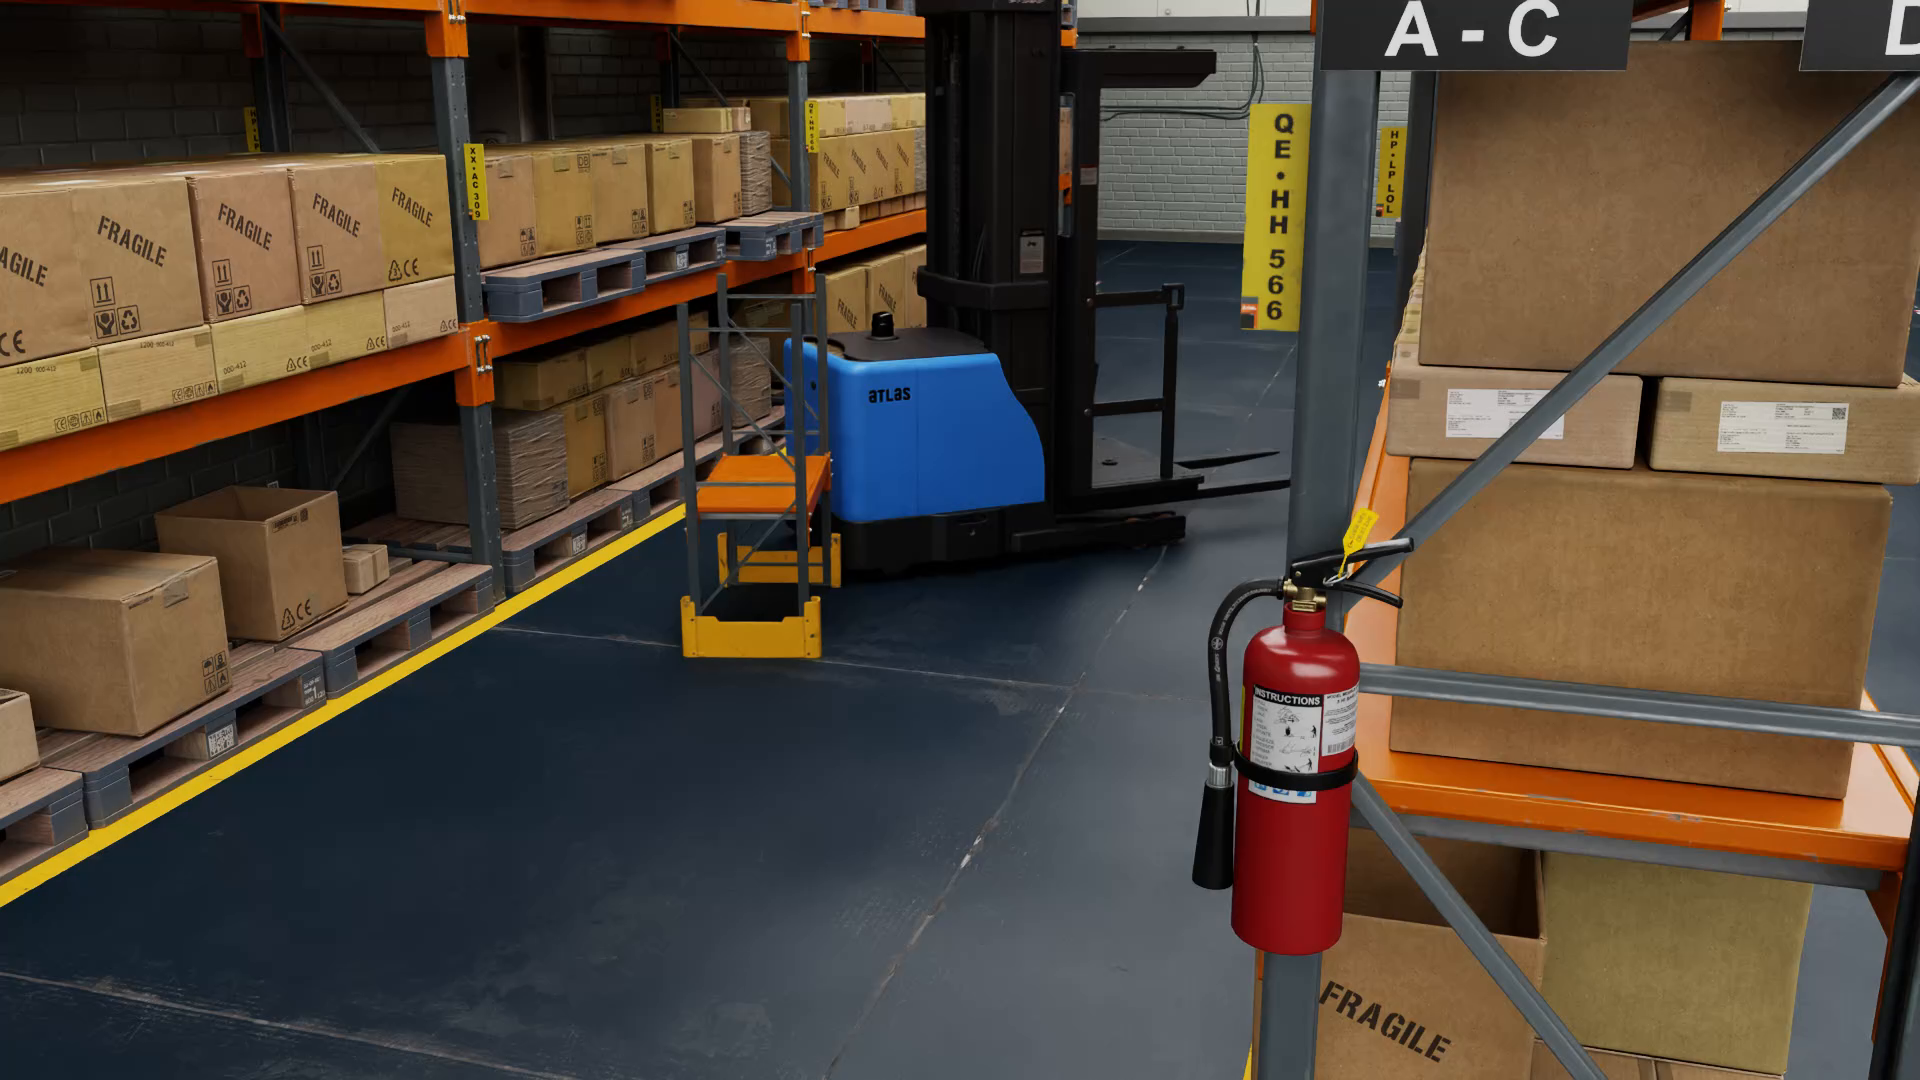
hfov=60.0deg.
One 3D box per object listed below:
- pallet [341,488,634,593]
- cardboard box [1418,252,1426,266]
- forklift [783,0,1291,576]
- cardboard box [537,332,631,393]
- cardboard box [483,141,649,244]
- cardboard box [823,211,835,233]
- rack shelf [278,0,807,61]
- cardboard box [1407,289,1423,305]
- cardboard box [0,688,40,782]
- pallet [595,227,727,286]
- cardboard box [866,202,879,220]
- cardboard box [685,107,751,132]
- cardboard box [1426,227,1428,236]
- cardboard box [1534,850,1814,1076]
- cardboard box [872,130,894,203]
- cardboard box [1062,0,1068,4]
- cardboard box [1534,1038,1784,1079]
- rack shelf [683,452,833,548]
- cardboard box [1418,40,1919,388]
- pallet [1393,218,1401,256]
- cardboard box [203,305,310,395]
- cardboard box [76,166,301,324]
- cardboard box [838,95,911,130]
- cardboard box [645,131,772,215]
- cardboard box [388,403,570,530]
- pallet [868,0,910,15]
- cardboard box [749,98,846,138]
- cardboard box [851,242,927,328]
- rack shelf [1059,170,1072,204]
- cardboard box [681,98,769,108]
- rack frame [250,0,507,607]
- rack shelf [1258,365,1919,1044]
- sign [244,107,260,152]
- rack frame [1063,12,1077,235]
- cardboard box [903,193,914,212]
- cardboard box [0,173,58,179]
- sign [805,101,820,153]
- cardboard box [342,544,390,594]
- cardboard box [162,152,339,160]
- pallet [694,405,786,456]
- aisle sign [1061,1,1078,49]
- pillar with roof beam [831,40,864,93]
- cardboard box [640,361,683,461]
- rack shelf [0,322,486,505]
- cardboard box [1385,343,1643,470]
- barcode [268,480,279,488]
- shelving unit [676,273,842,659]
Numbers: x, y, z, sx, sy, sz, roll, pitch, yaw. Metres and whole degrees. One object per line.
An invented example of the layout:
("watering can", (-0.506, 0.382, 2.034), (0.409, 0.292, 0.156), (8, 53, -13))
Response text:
("pallet", (-2.411, -0.043, 8.596), (1.003, 0.211, 1.213), (5, 16, 16))
("cardboard box", (1.348, -0.632, 4.190), (0.380, 0.149, 0.250), (4, 16, 15))
("forklift", (0.632, -1.484, 8.689), (3.031, 2.935, 1.130), (-7, 17, -23))
("cardboard box", (-2.172, -0.997, 9.247), (0.500, 0.250, 0.500), (4, 16, 14))
("cardboard box", (-2.131, -1.892, 9.013), (0.700, 0.500, 0.500), (7, 17, 24))
("cardboard box", (-1.099, -2.250, 11.688), (0.380, 0.149, 0.250), (5, 17, 17))
("rack shelf", (-2.063, -2.801, 9.030), (1.077, 0.370, 4.000), (5, 16, 16))
("cardboard box", (1.128, -0.428, 3.468), (0.380, 0.149, 0.250), (5, 17, 17))
("cardboard box", (-3.323, 0.624, 5.253), (0.500, 0.311, 0.500), (6, 17, 20))
("pallet", (-2.017, -1.614, 9.375), (1.003, 0.211, 1.213), (5, 16, 16))
("cardboard box", (-0.840, -2.523, 12.653), (0.380, 0.149, 0.250), (5, 17, 17))
("cardboard box", (-1.563, -2.707, 10.698), (0.380, 0.149, 0.250), (2, 16, 9))
("cardboard box", (1.568, -0.836, 4.906), (0.380, 0.149, 0.250), (4, 16, 14))
("cardboard box", (1.489, 0.755, 3.567), (0.500, 0.500, 0.500), (5, 16, 16))
("cardboard box", (-0.811, -2.802, 12.445), (0.500, 0.500, 0.500), (5, 16, 16))
("cardboard box", (0.826, -5.730, 17.357), (0.500, 0.250, 0.500), (5, 17, 18))
("cardboard box", (1.487, 1.115, 3.670), (0.500, 0.250, 0.500), (5, 16, 16))
("rack shelf", (-0.878, -0.192, 7.417), (0.538, 0.185, 1.000), (0, 16, 1))
("cardboard box", (1.143, -0.559, 2.742), (0.700, 0.500, 0.500), (5, 16, 16))
("pallet", (3.382, -1.935, 10.506), (1.213, 0.211, 1.003), (5, 16, 16))
("cardboard box", (-2.753, -0.709, 6.069), (0.500, 0.250, 0.500), (5, 16, 16))
("cardboard box", (-2.759, -1.070, 5.968), (0.500, 0.500, 0.500), (4, 16, 14))
("cardboard box", (-0.689, -3.294, 12.806), (0.500, 0.250, 0.500), (4, 16, 15))
("cardboard box", (-1.618, -2.364, 10.676), (0.700, 0.500, 0.500), (3, 16, 9))
("cardboard box", (-2.438, -0.384, 8.461), (0.700, 0.500, 0.500), (5, 17, 18))
("pallet", (-1.047, -4.045, 12.443), (1.003, 0.211, 1.213), (5, 17, 18))
("cardboard box", (-1.110, -2.896, 11.402), (0.500, 0.250, 0.500), (5, 17, 17))
("cardboard box", (-0.667, -2.029, 13.656), (0.750, 0.750, 0.750), (5, 17, 18))
("rack shelf", (0.211, -3.451, 16.819), (1.077, 0.370, 4.000), (5, 16, 16))
("cardboard box", (-1.614, -2.928, 11.516), (0.500, 0.250, 0.500), (5, 17, 17))
("rack frame", (-2.631, -1.181, 7.497), (1.000, 3.000, 0.127), (5, 16, 16))
("rack shelf", (1.551, 0.071, 4.399), (1.077, 0.370, 4.000), (5, 16, 16))
("sign", (-3.164, -1.780, 7.487), (0.100, 0.325, 0.005), (5, 16, 16))
("rack frame", (0.779, -4.321, 18.565), (1.000, 3.000, 0.127), (5, 16, 16))
("cardboard box", (-0.585, -2.724, 13.358), (0.380, 0.149, 0.250), (4, 16, 14))
("cardboard box", (-3.399, -0.971, 5.620), (0.500, 0.500, 0.500), (5, 17, 17))
("sign", (-0.971, -2.707, 10.899), (0.100, 0.325, 0.005), (5, 16, 16))
("cardboard box", (-2.754, 0.113, 7.322), (0.380, 0.166, 0.250), (2, 16, 9))
("cardboard box", (-2.965, -1.373, 7.036), (0.500, 0.500, 0.500), (4, 16, 15))
("pallet", (-1.718, -0.682, 10.846), (1.003, 0.211, 1.213), (5, 16, 16))
("aisle sign", (1.087, -5.567, 18.195), (0.394, 0.787, 0.004), (5, 16, 16))
("pillar with roof beam", (3.140, -6.077, 13.762), (9.100, 9.000, 0.400), (5, 16, 16))
("cardboard box", (-2.021, -0.786, 9.880), (0.700, 0.500, 0.500), (5, 16, 16))
("rack shelf", (-3.199, -0.312, 5.750), (1.077, 0.370, 4.000), (5, 16, 16))
("cardboard box", (0.909, -0.226, 2.759), (0.380, 0.149, 0.250), (4, 16, 15))
("barcode", (-3.014, -0.222, 7.302), (0.001, 0.075, 0.075), (5, 16, 16))
("shelving unit", (-0.878, -0.367, 7.376), (0.587, 1.500, 1.083), (0, 16, 1))
